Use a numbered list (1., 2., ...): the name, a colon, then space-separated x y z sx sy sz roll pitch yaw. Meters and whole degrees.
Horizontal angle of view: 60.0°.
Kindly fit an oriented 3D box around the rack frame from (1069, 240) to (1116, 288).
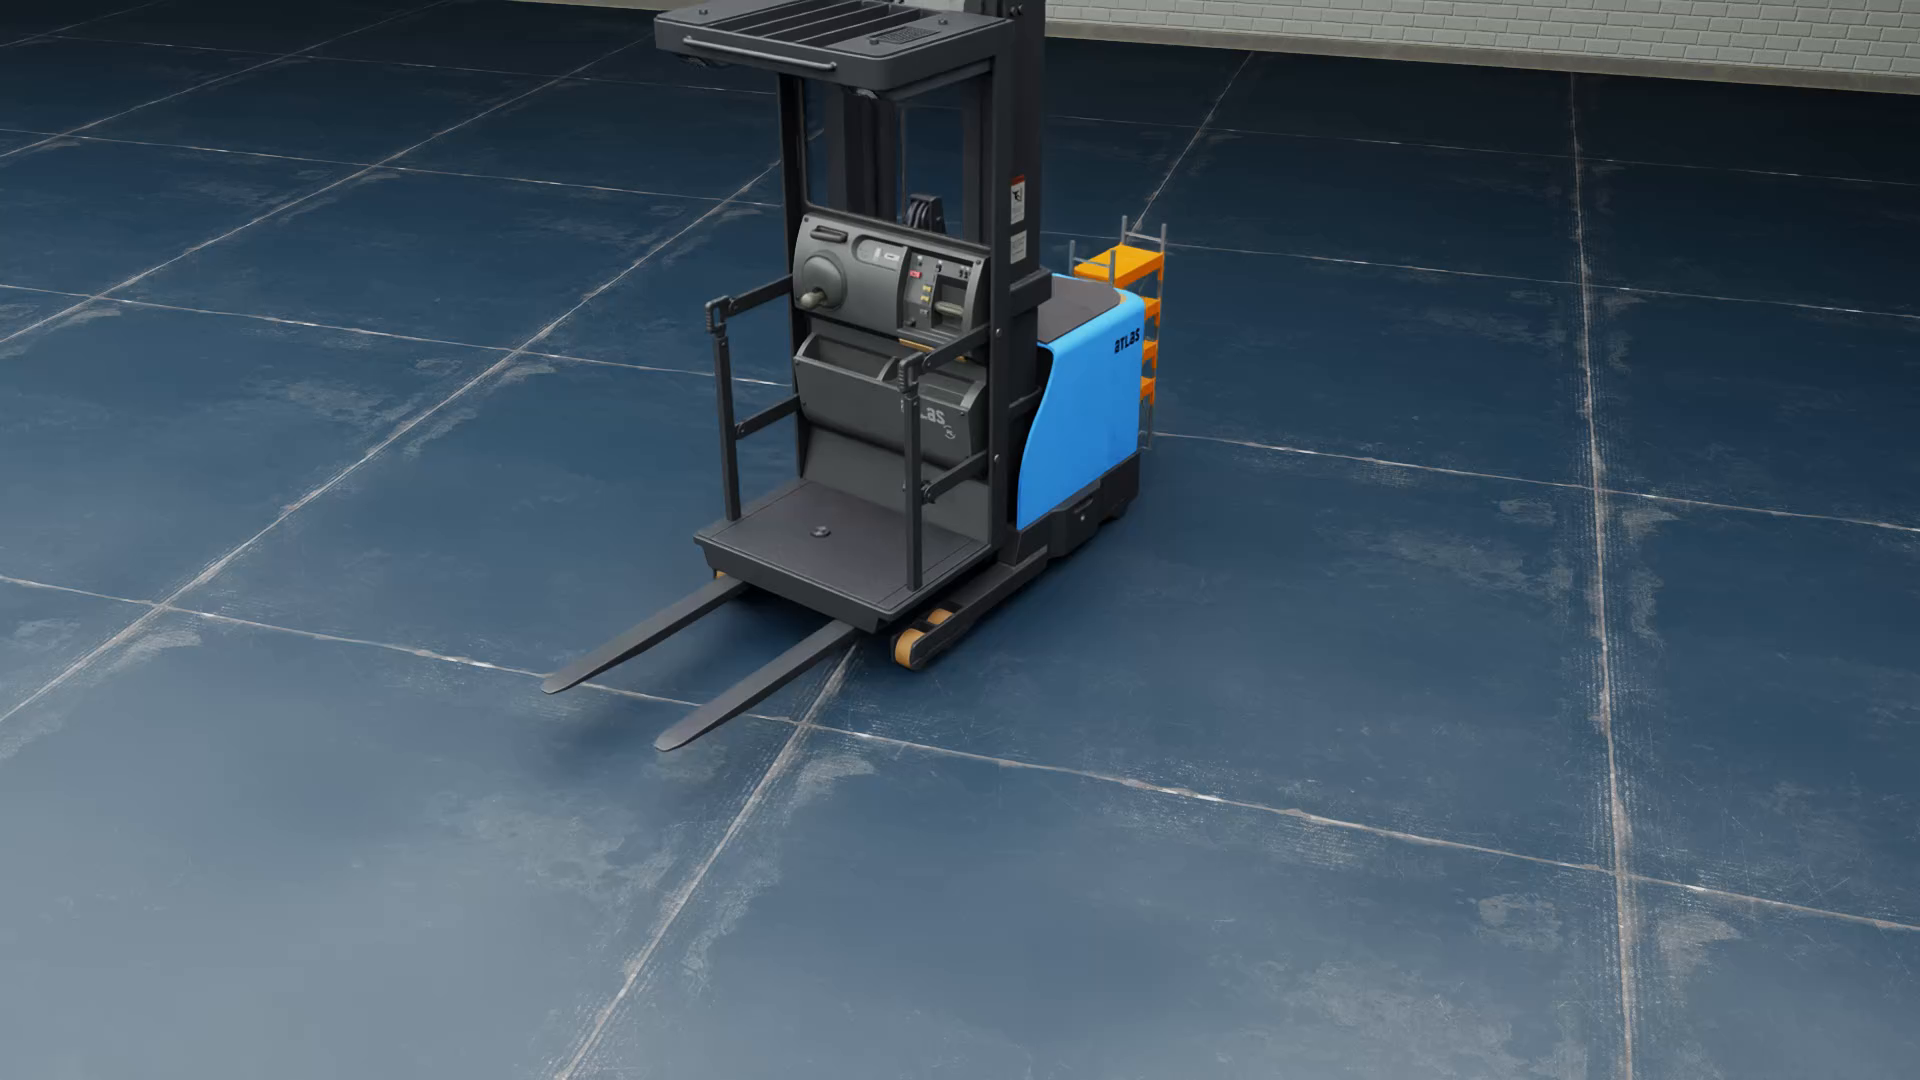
1. rack frame: 0.611 -0.839 8.005 0.240 1.200 0.015 19 33 30

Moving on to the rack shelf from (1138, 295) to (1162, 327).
1. rack shelf: 0.752 -1.070 8.108 0.258 0.148 0.480 19 33 30

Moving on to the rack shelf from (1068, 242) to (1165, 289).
1. rack shelf: 0.755 -1.279 7.996 0.258 0.148 0.480 19 33 30

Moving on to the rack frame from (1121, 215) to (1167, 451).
1. rack frame: 0.890 -1.026 8.359 0.240 1.200 0.015 19 33 30

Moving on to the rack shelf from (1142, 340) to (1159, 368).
1. rack shelf: 0.750 -0.873 8.214 0.258 0.148 0.480 19 33 30

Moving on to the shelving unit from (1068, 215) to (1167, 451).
1. shelving unit: 0.750 -0.932 8.182 0.258 1.200 0.503 19 33 30

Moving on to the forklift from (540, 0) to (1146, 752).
1. forklift: -0.422 -1.019 6.567 1.130 2.935 3.031 20 35 31

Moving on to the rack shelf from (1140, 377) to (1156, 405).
1. rack shelf: 0.747 -0.698 8.308 0.258 0.148 0.480 19 33 30
